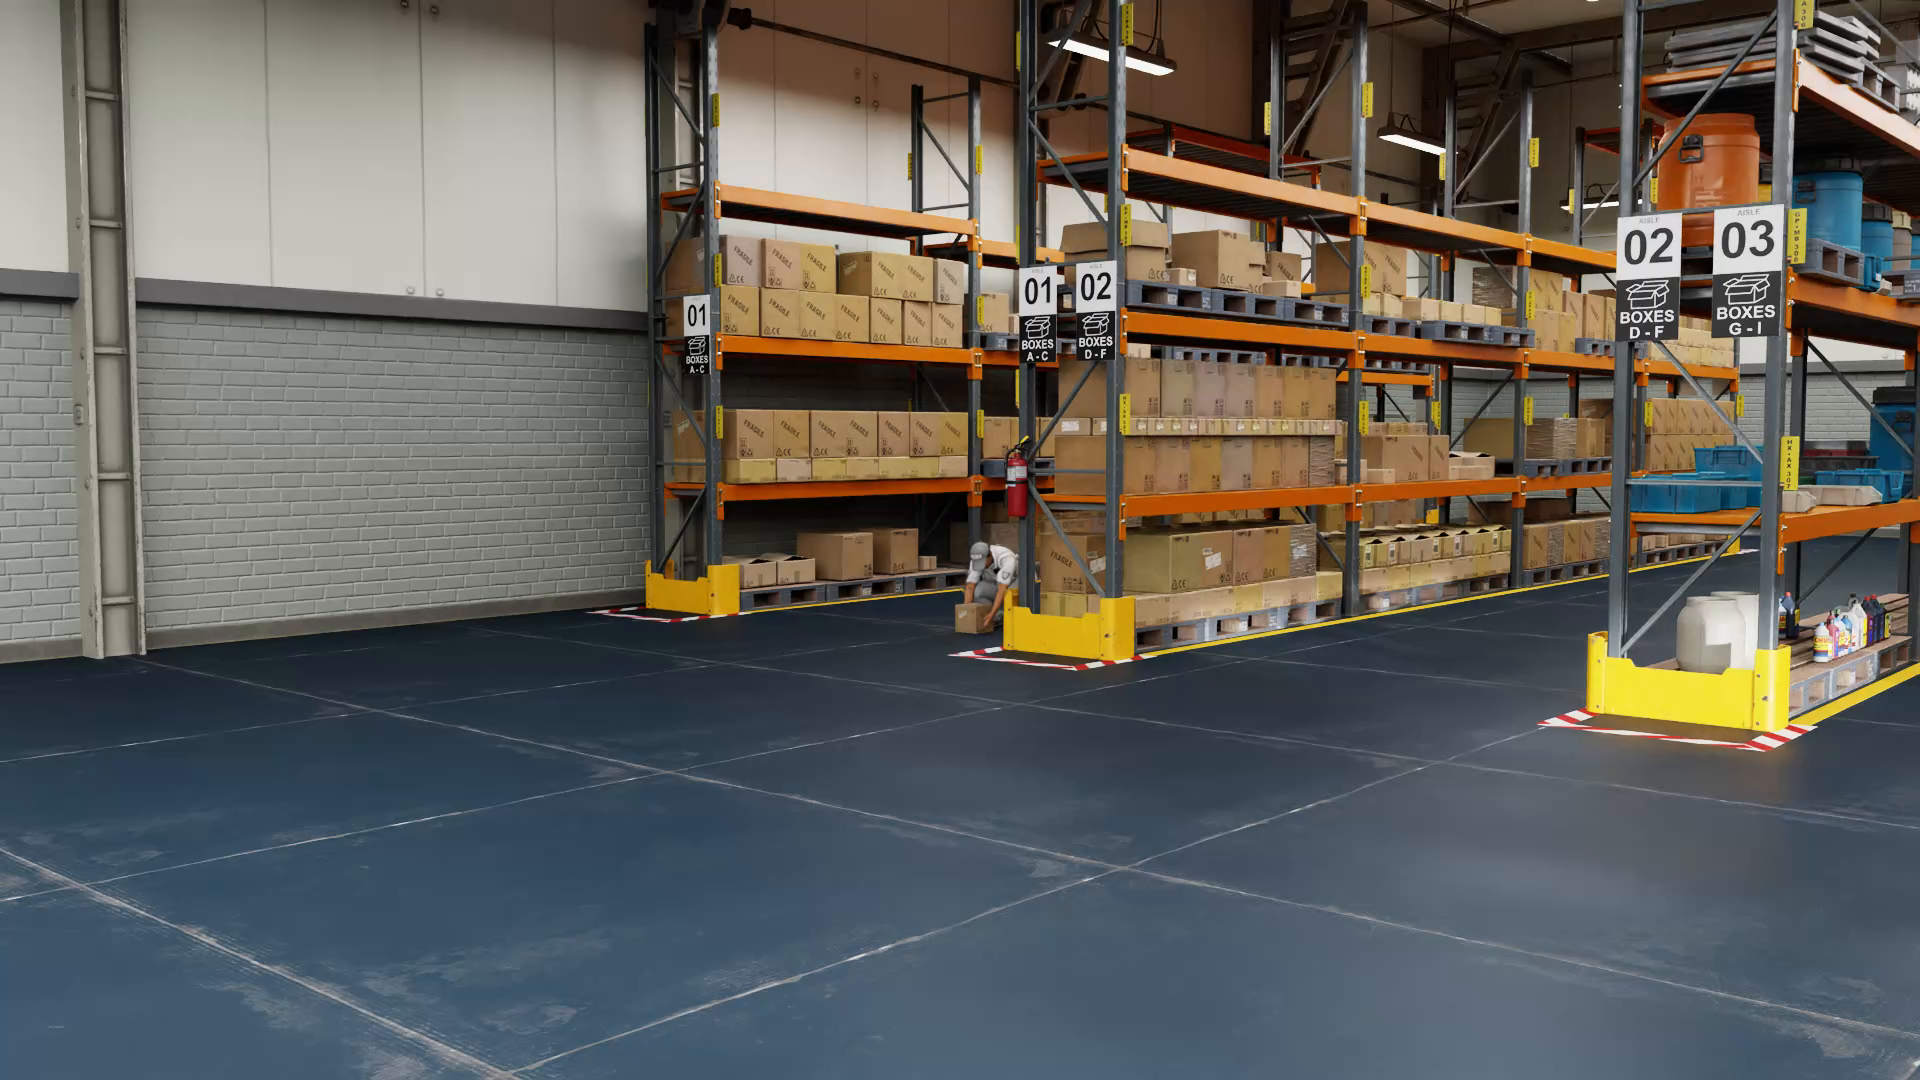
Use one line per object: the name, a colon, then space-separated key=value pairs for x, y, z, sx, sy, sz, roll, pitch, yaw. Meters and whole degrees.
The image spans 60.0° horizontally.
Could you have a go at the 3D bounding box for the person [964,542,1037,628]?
person: x=0.354 y=0.417 z=15.528 sx=0.525 sy=0.838 sz=0.866 roll=3 pitch=5 yaw=40
